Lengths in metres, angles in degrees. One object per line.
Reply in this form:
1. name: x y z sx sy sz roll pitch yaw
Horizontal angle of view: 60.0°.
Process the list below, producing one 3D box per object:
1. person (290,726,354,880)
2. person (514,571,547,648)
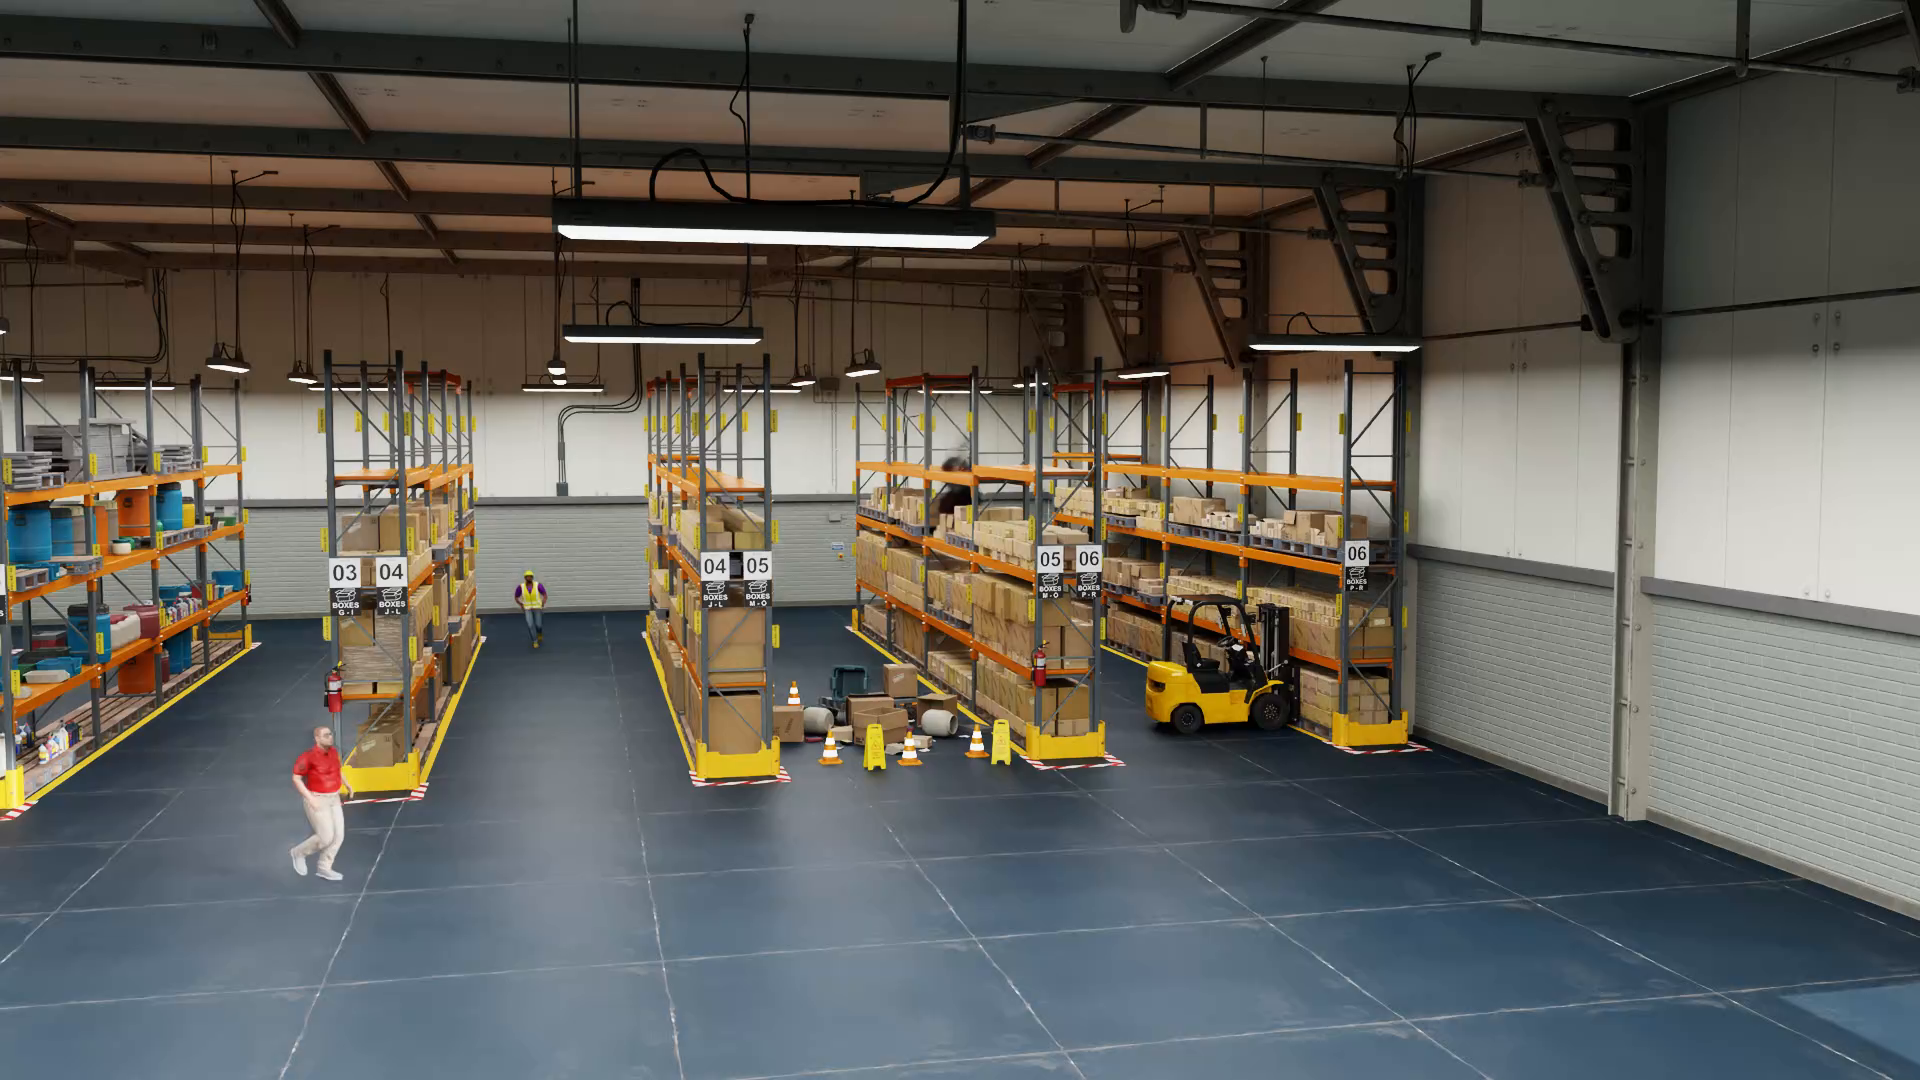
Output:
1. person: -7.042 2.889 18.332 0.598 1.701 0.681 1 4 18
2. person: -9.664 1.547 37.431 0.722 1.727 0.638 -1 4 -15
